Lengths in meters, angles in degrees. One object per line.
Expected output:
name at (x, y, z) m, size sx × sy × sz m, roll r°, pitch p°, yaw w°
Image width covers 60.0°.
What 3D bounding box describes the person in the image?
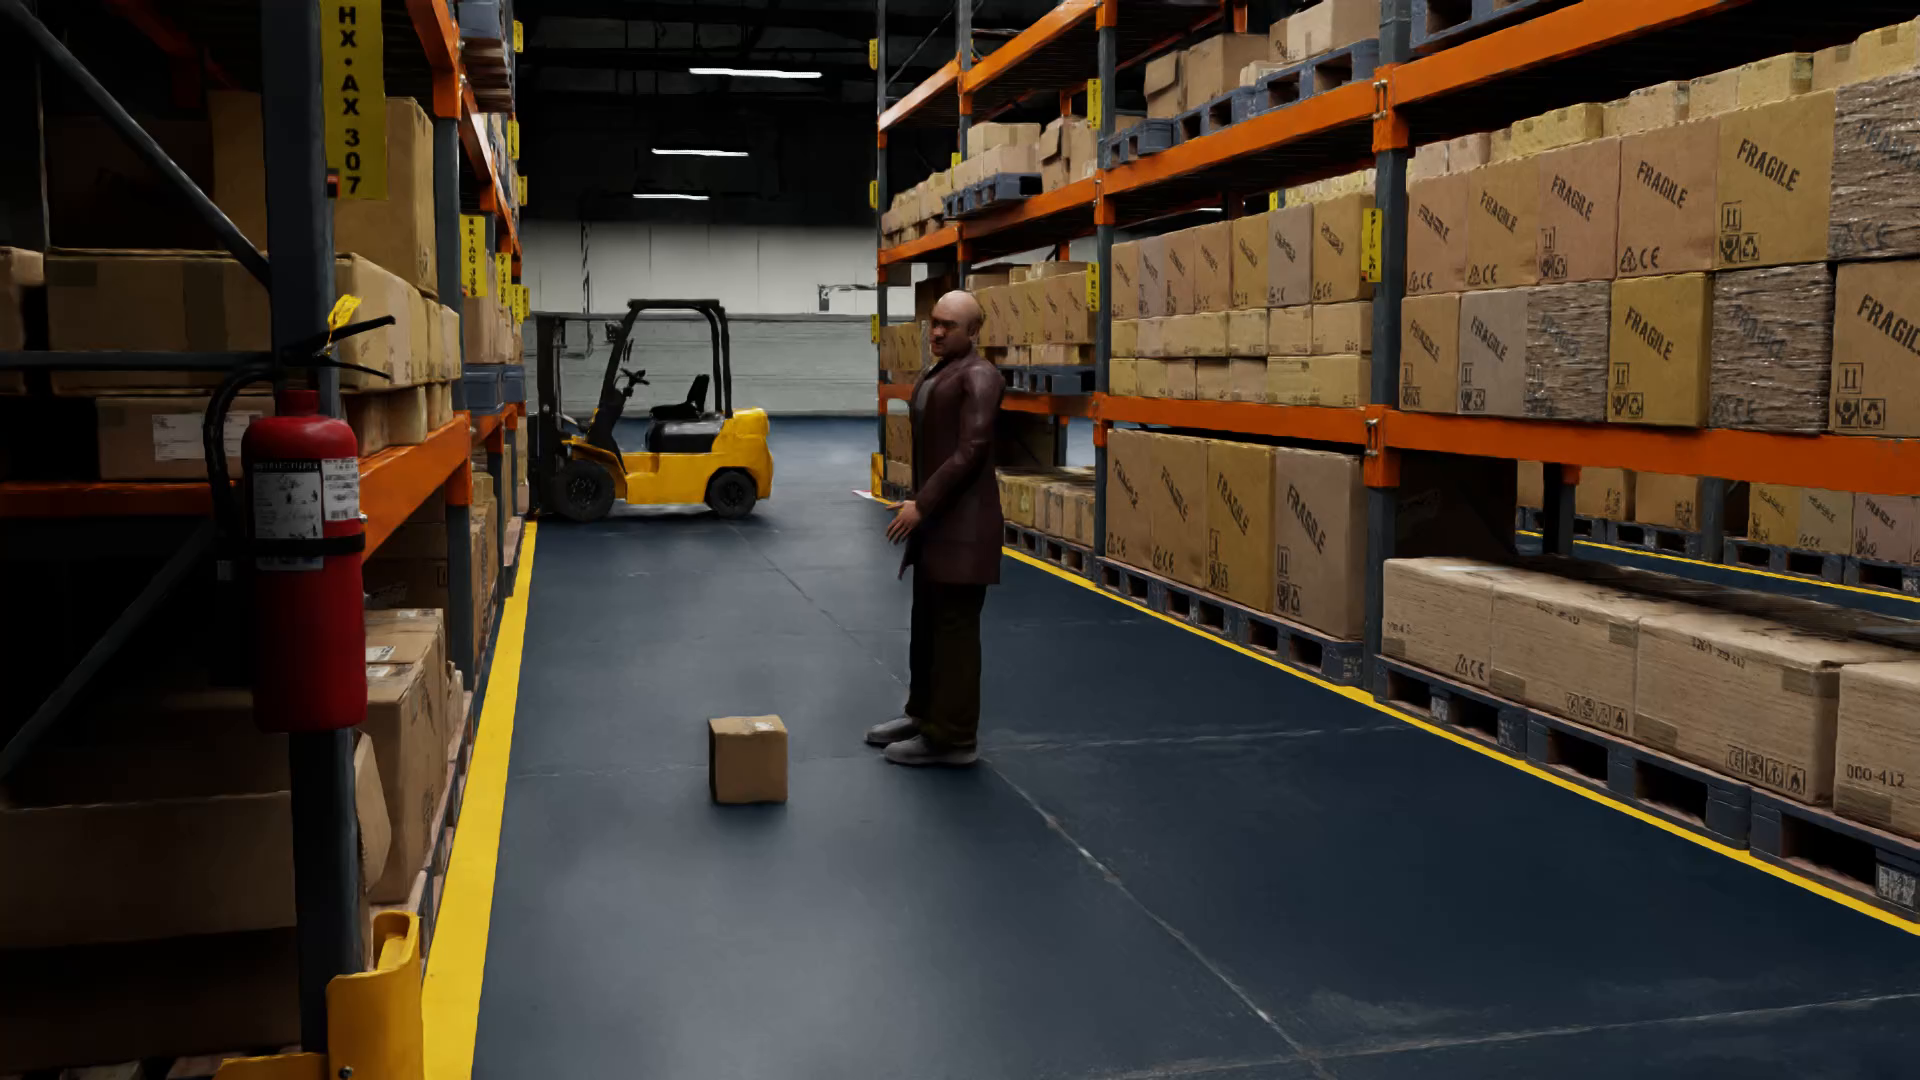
person at (-0.101, 0.040, 6.368) m, size 0.466 × 1.591 × 0.650 m, roll -3°, pitch 7°, yaw -23°
